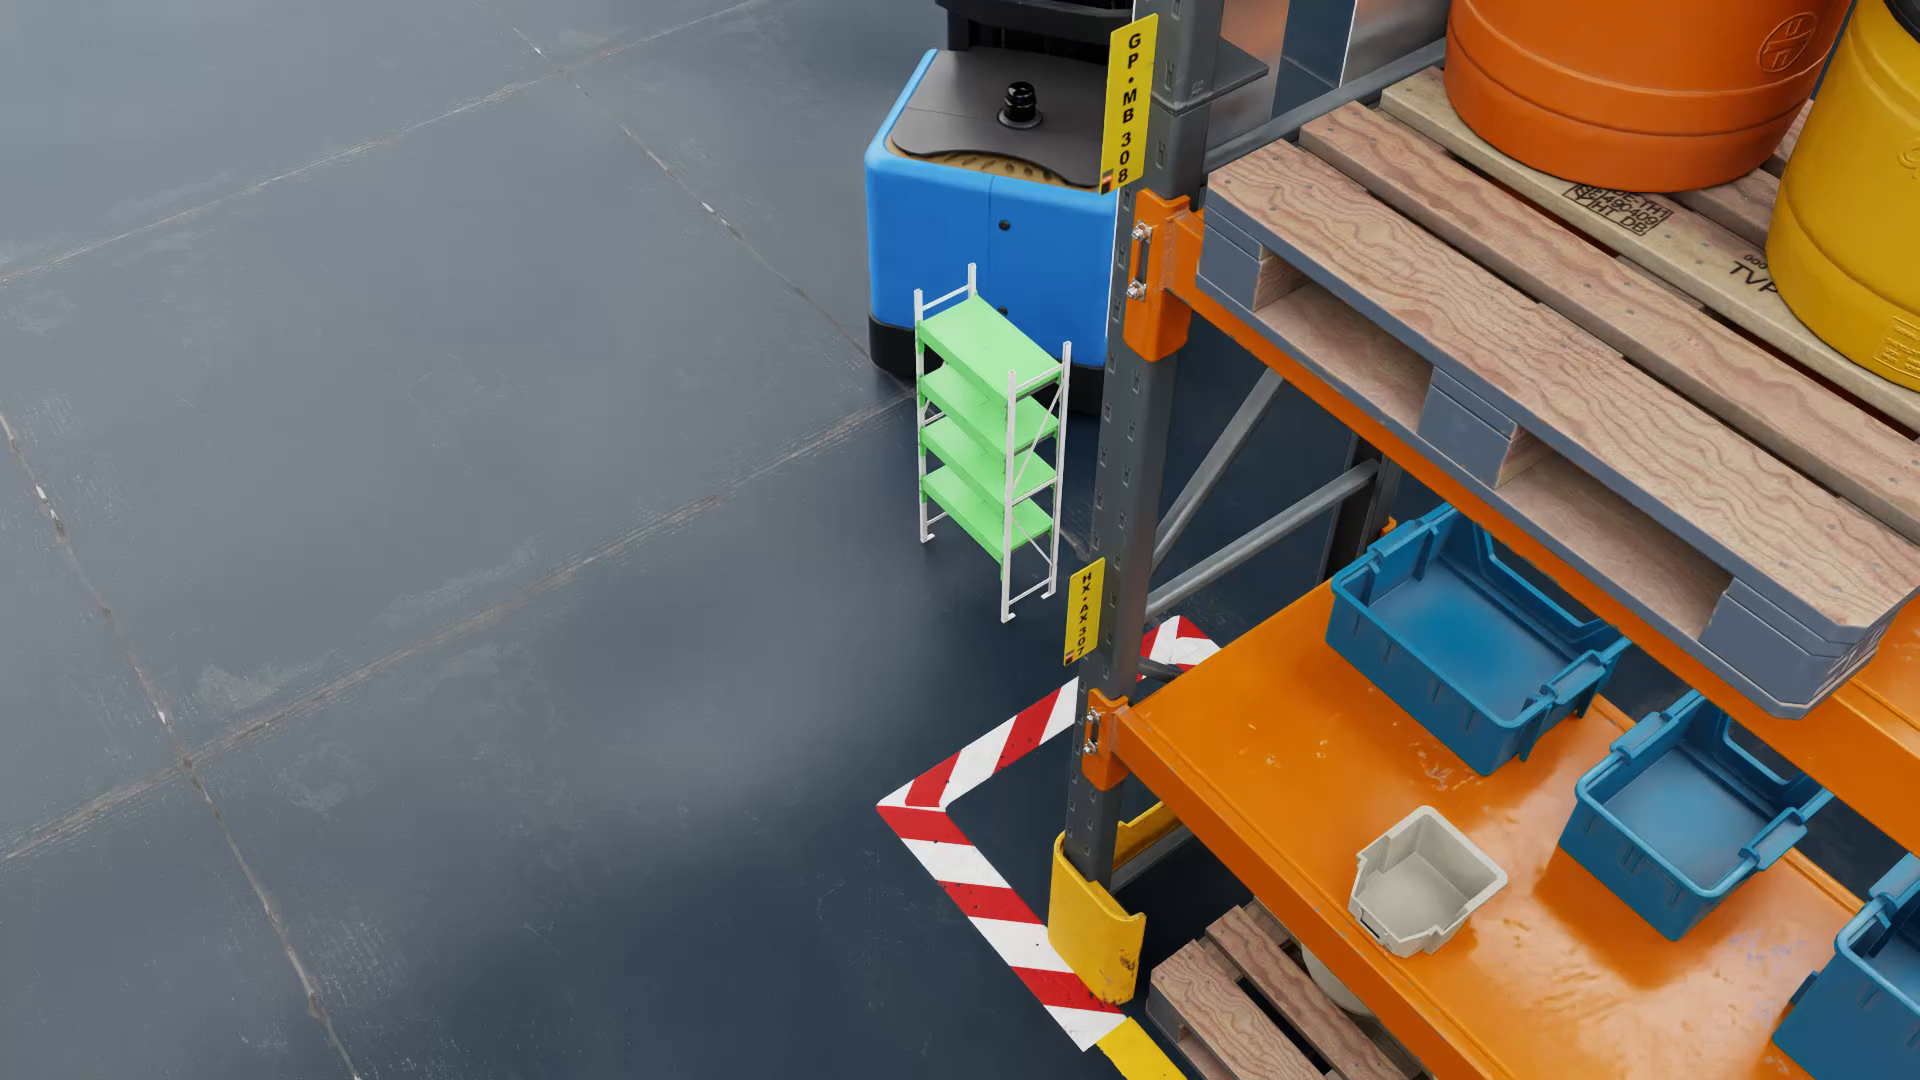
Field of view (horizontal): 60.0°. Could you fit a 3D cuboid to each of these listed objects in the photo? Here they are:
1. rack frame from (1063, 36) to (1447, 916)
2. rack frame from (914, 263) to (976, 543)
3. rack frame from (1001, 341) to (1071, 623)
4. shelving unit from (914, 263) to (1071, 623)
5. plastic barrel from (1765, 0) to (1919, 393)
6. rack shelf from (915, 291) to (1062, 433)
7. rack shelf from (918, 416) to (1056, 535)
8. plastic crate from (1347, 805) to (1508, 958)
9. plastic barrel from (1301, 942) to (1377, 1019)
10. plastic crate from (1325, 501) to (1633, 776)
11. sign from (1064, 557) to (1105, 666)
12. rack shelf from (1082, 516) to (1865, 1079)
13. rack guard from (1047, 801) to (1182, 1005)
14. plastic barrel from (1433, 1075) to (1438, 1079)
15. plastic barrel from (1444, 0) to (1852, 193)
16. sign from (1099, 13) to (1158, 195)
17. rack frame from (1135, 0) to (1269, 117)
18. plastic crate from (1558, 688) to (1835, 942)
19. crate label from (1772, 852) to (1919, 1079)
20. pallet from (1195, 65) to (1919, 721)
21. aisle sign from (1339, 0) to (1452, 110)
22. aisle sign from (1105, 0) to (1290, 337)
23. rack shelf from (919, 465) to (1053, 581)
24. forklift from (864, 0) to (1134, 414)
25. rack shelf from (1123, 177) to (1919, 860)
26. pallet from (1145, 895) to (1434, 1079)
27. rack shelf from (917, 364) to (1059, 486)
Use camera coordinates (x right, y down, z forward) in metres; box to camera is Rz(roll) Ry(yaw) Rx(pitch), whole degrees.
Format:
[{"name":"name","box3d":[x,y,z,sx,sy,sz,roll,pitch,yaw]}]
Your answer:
[{"name":"rack frame","box3d":[0.730,0.019,4.208,1.000,3.000,0.127,-29,54,-24]},{"name":"rack frame","box3d":[-0.048,-0.449,5.847,0.240,1.200,0.015,-29,54,-24]},{"name":"rack frame","box3d":[0.248,-0.162,5.587,0.240,1.200,0.015,-29,54,-24]},{"name":"shelving unit","box3d":[0.100,-0.305,5.717,0.258,1.200,0.503,-29,54,-24]},{"name":"plastic barrel","box3d":[1.521,-0.577,2.314,0.600,0.588,0.600,0,48,0]},{"name":"rack shelf","box3d":[0.100,-0.585,5.409,0.258,0.148,0.480,-29,54,-24]},{"name":"rack shelf","box3d":[0.100,-0.262,5.764,0.258,0.148,0.480,-29,54,-24]},{"name":"plastic crate","box3d":[1.016,0.780,3.696,0.298,0.136,0.250,-29,54,-24]},{"name":"plastic barrel","box3d":[1.189,1.068,4.653,0.421,0.512,0.421,0,48,0]},{"name":"plastic crate","box3d":[1.271,0.230,4.117,0.499,0.251,0.616,-29,54,-24]},{"name":"sign","box3d":[0.290,0.171,3.884,0.100,0.325,0.005,-29,54,-24]},{"name":"rack shelf","box3d":[1.941,1.440,3.405,1.077,0.370,4.000,-29,54,-24]},{"name":"rack guard","box3d":[0.813,0.883,5.112,1.175,0.500,0.348,-29,54,-24]},{"name":"plastic barrel","box3d":[1.493,1.363,4.385,0.421,0.512,0.421,0,48,0]},{"name":"plastic barrel","box3d":[1.125,-1.044,2.574,0.600,0.830,0.708,-29,54,-24]},{"name":"sign","box3d":[0.290,-0.747,2.872,0.100,0.325,0.005,-29,54,-24]},{"name":"rack frame","box3d":[0.730,-1.996,1.985,1.000,3.000,0.127,-29,54,-24]},{"name":"plastic crate","box3d":[1.660,0.616,3.768,0.499,0.251,0.408,-29,54,-24]},{"name":"crate label","box3d":[2.060,0.971,3.321,0.502,0.435,0.616,-29,54,-24]},{"name":"pallet","box3d":[1.153,-0.393,2.685,1.003,0.211,1.213,-29,54,-24]},{"name":"aisle sign","box3d":[0.923,-1.030,3.404,0.394,0.787,0.004,-29,54,-24]},{"name":"aisle sign","box3d":[0.453,-0.765,3.164,0.394,0.787,0.004,-29,54,-24]},{"name":"rack shelf","box3d":[0.100,-0.101,5.942,0.258,0.148,0.480,-29,54,-24]},{"name":"forklift","box3d":[0.561,-2.602,6.630,1.130,2.935,3.031,13,49,12]},{"name":"rack shelf","box3d":[1.941,0.433,2.294,1.077,0.370,4.000,-29,54,-24]},{"name":"pallet","box3d":[1.301,1.461,4.783,1.003,0.211,1.213,-29,54,-24]},{"name":"rack shelf","box3d":[0.100,-0.424,5.587,0.258,0.148,0.480,-29,54,-24]}]
